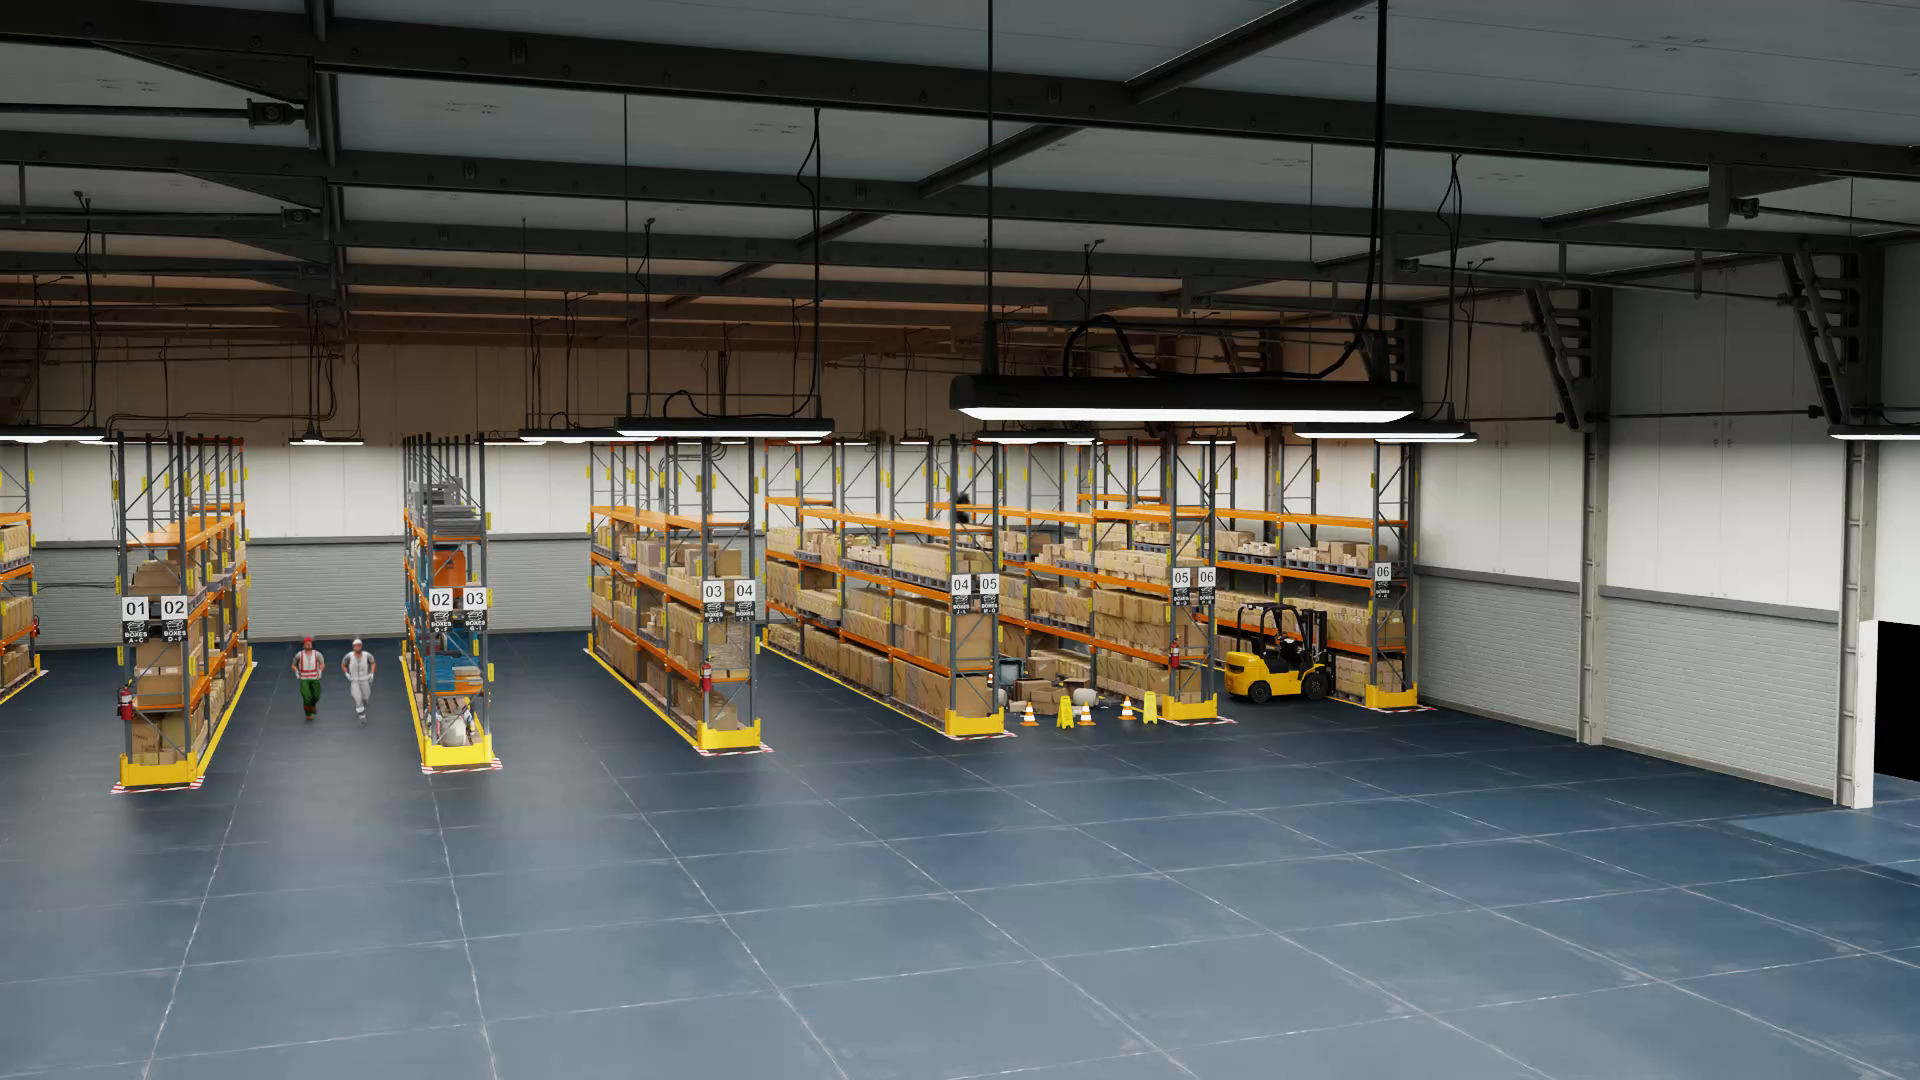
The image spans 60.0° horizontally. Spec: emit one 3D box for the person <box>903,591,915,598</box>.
[{"bbox_3d":[-1.664,2.035,51.222,0.575,1.699,0.754,0,3,-2],"label":"person"}]

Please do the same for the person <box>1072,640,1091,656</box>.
[{"bbox_3d":[3.285,2.405,44.936,0.596,1.696,0.849,-1,3,-22],"label":"person"}]

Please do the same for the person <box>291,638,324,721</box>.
[{"bbox_3d":[-13.690,2.915,34.951,0.653,1.737,0.621,-2,4,-27],"label":"person"}]

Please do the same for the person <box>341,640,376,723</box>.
[{"bbox_3d":[-12.556,2.934,34.726,0.678,1.740,0.593,-1,3,-22],"label":"person"}]
